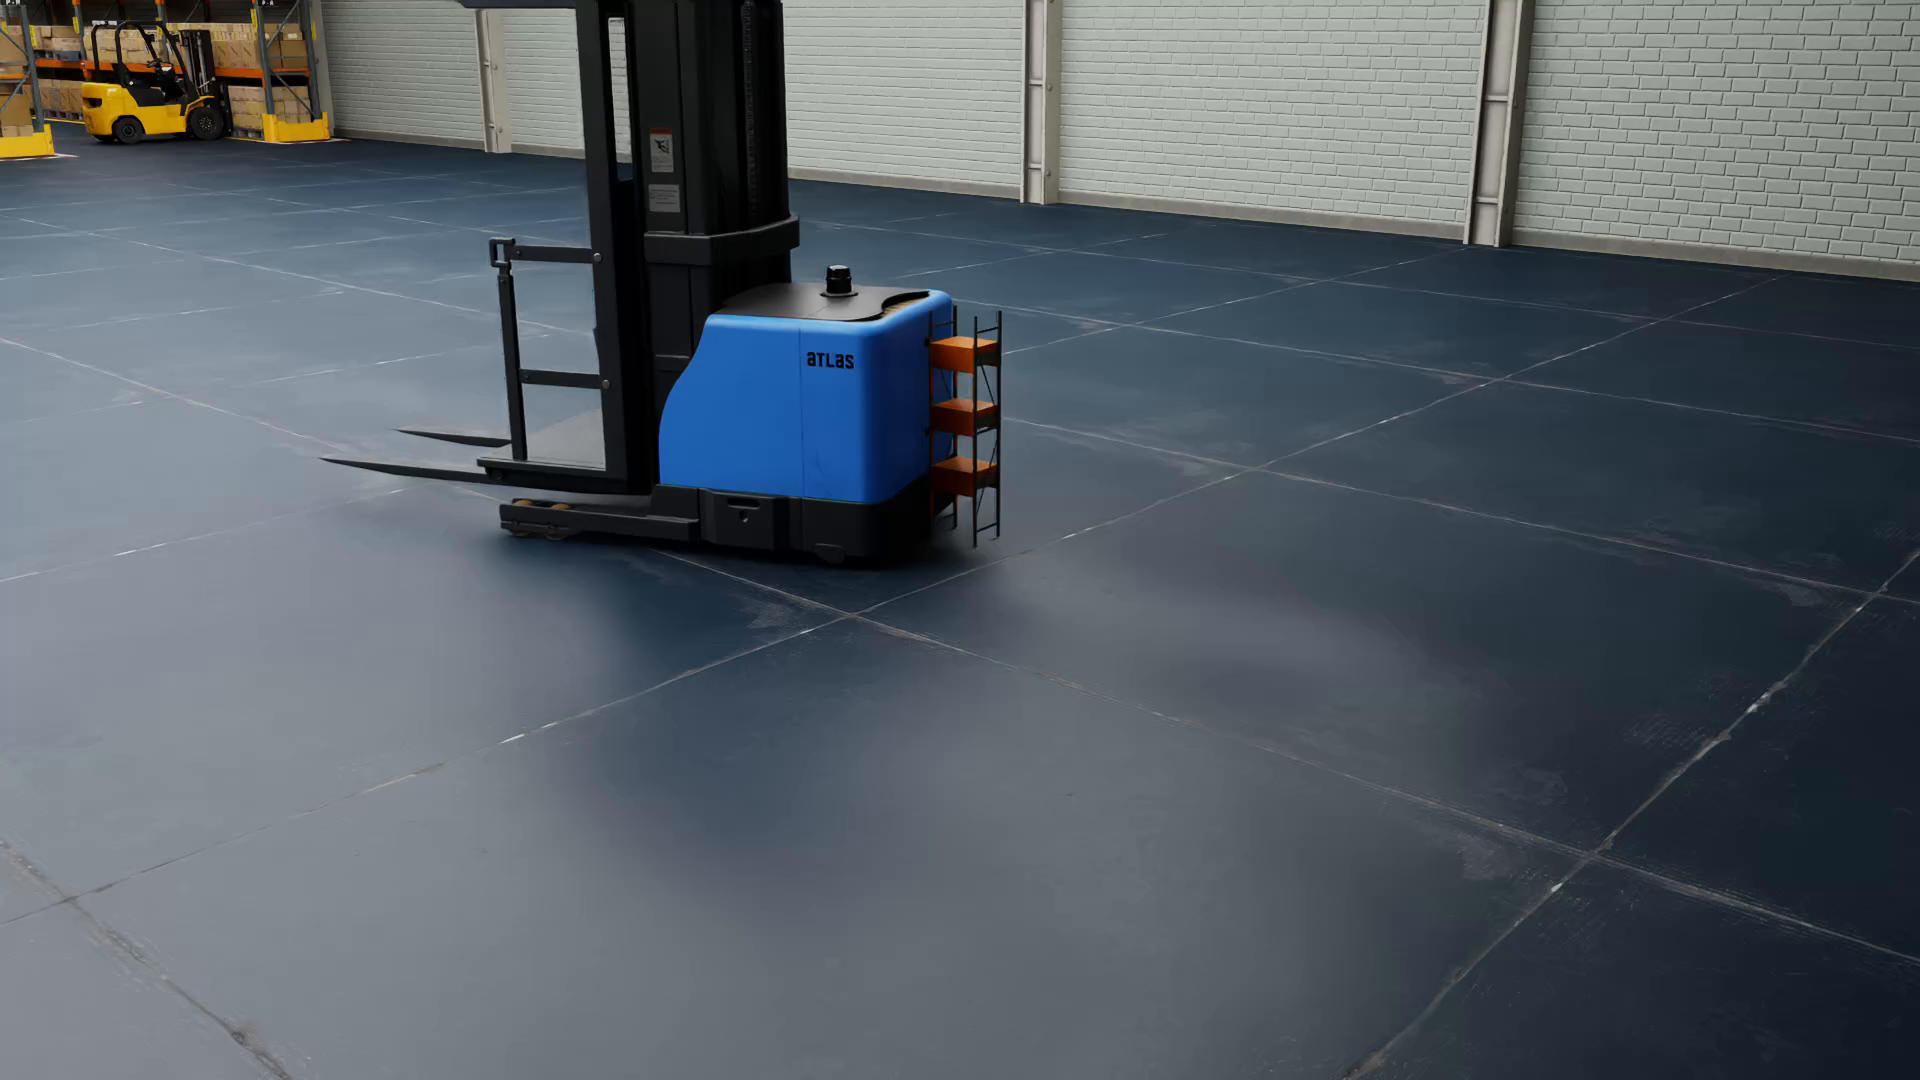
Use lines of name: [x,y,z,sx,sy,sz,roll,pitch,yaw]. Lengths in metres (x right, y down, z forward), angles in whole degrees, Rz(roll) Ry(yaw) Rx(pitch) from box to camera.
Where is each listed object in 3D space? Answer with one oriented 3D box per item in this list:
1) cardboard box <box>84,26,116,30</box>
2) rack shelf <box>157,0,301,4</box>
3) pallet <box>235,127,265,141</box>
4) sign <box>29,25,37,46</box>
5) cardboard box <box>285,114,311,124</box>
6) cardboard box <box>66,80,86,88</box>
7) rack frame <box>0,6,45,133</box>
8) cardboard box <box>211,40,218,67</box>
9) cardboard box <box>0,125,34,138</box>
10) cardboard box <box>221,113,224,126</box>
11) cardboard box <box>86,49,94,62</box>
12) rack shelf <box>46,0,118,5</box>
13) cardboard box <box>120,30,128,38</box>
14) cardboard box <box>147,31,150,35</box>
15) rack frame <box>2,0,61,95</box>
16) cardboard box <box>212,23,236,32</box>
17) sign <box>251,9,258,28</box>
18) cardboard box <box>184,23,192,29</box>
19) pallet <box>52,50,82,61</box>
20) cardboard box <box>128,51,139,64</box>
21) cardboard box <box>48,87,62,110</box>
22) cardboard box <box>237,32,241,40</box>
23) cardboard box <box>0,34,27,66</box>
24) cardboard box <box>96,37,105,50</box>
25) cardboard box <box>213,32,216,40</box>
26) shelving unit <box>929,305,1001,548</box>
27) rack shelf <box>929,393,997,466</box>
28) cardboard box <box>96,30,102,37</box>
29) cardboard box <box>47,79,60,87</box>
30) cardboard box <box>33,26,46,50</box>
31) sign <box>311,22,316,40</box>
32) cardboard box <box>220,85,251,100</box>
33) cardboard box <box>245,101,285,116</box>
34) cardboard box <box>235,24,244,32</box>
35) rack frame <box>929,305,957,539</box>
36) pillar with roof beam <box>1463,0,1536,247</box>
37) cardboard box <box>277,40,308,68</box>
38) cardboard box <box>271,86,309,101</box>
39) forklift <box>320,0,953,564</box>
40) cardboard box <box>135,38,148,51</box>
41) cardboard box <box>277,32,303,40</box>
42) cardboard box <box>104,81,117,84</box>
cardboard box: [-18.795,-10.986,36.411,0.500,0.500,0.500,16,24,42]
rack shelf: [-14.026,-10.482,31.912,4.000,0.370,1.077,15,23,39]
pallet: [-13.130,-7.809,31.867,1.213,0.211,1.003,15,23,39]
sign: [-15.462,-8.405,27.707,0.005,0.325,0.100,15,23,39]
cardboard box: [-12.768,-8.026,31.794,0.500,0.250,0.500,15,23,39]
cardboard box: [-19.611,-10.134,36.949,0.250,0.149,0.380,16,24,41]
rack frame: [-15.822,-7.870,27.451,0.127,3.000,1.000,15,23,39]
cardboard box: [-14.221,-9.388,32.070,0.500,0.500,0.500,15,23,40]
cardboard box: [-16.242,-6.984,28.511,0.500,0.250,0.500,15,23,39]
cardboard box: [-14.229,-8.210,32.373,0.500,0.250,0.500,16,24,41]
cardboard box: [-18.344,-10.384,35.621,0.500,0.250,0.500,15,23,39]
rack shelf: [-20.010,-12.088,36.973,4.000,0.370,1.077,15,23,39]
cardboard box: [-17.150,-10.458,34.367,0.250,0.149,0.380,14,23,38]
cardboard box: [-16.278,-10.281,33.810,0.250,0.149,0.380,15,23,39]
rack frame: [-21.506,-11.403,38.584,0.127,3.000,1.000,15,23,39]
cardboard box: [-14.089,-9.823,31.876,0.250,0.149,0.380,15,23,40]
sign: [-12.901,-9.538,30.403,0.005,0.325,0.100,15,23,39]
cardboard box: [-14.904,-10.008,32.459,0.250,0.149,0.380,16,23,40]
pallet: [-19.067,-10.629,36.461,1.003,0.211,1.213,15,23,39]
cardboard box: [-16.803,-9.974,34.327,0.500,0.250,0.500,15,23,40]
cardboard box: [-20.134,-9.952,37.450,0.500,0.500,0.500,14,22,37]
cardboard box: [-13.340,-9.467,31.246,0.250,0.149,0.380,16,23,40]
cardboard box: [-15.992,-8.217,27.888,0.500,0.500,0.500,15,23,38]
cardboard box: [-17.970,-10.522,35.228,0.500,0.250,0.500,16,24,41]
cardboard box: [-14.078,-9.679,31.914,0.250,0.149,0.380,15,23,39]
shelving unit: [0.022,-0.509,7.481,0.252,1.050,0.215,12,21,34]
rack shelf: [0.022,-0.499,7.485,0.240,0.259,0.215,12,21,34]
cardboard box: [-18.061,-10.727,35.216,0.250,0.149,0.380,16,24,41]
cardboard box: [-20.396,-10.341,37.602,0.250,0.149,0.380,16,24,41]
cardboard box: [-20.318,-11.242,37.215,0.500,0.500,0.700,15,23,39]
sign: [-12.157,-9.568,31.241,0.005,0.325,0.100,15,23,39]
cardboard box: [-13.852,-8.582,31.893,0.500,0.250,0.500,15,23,40]
cardboard box: [-13.102,-8.149,31.354,0.500,0.250,0.500,15,23,39]
cardboard box: [-13.357,-9.605,31.190,0.250,0.149,0.380,16,23,40]
rack frame: [-0.076,-0.531,7.550,0.008,1.050,0.200,12,21,34]
pillar with roof beam: [2.640,-6.404,12.914,0.400,9.000,9.100,15,23,39]
cardboard box: [-12.716,-9.204,31.488,0.500,0.500,0.500,16,24,41]
cardboard box: [-12.764,-8.499,31.632,0.500,0.250,0.500,15,23,38]
forklift: [-1.597,-1.539,7.614,3.031,2.935,1.130,6,18,17]
cardboard box: [-16.449,-10.106,33.918,0.500,0.250,0.500,14,23,38]
cardboard box: [-12.612,-9.477,31.278,0.250,0.149,0.380,14,23,38]
cardboard box: [-18.697,-10.093,36.822,0.250,0.149,0.380,17,24,42]
